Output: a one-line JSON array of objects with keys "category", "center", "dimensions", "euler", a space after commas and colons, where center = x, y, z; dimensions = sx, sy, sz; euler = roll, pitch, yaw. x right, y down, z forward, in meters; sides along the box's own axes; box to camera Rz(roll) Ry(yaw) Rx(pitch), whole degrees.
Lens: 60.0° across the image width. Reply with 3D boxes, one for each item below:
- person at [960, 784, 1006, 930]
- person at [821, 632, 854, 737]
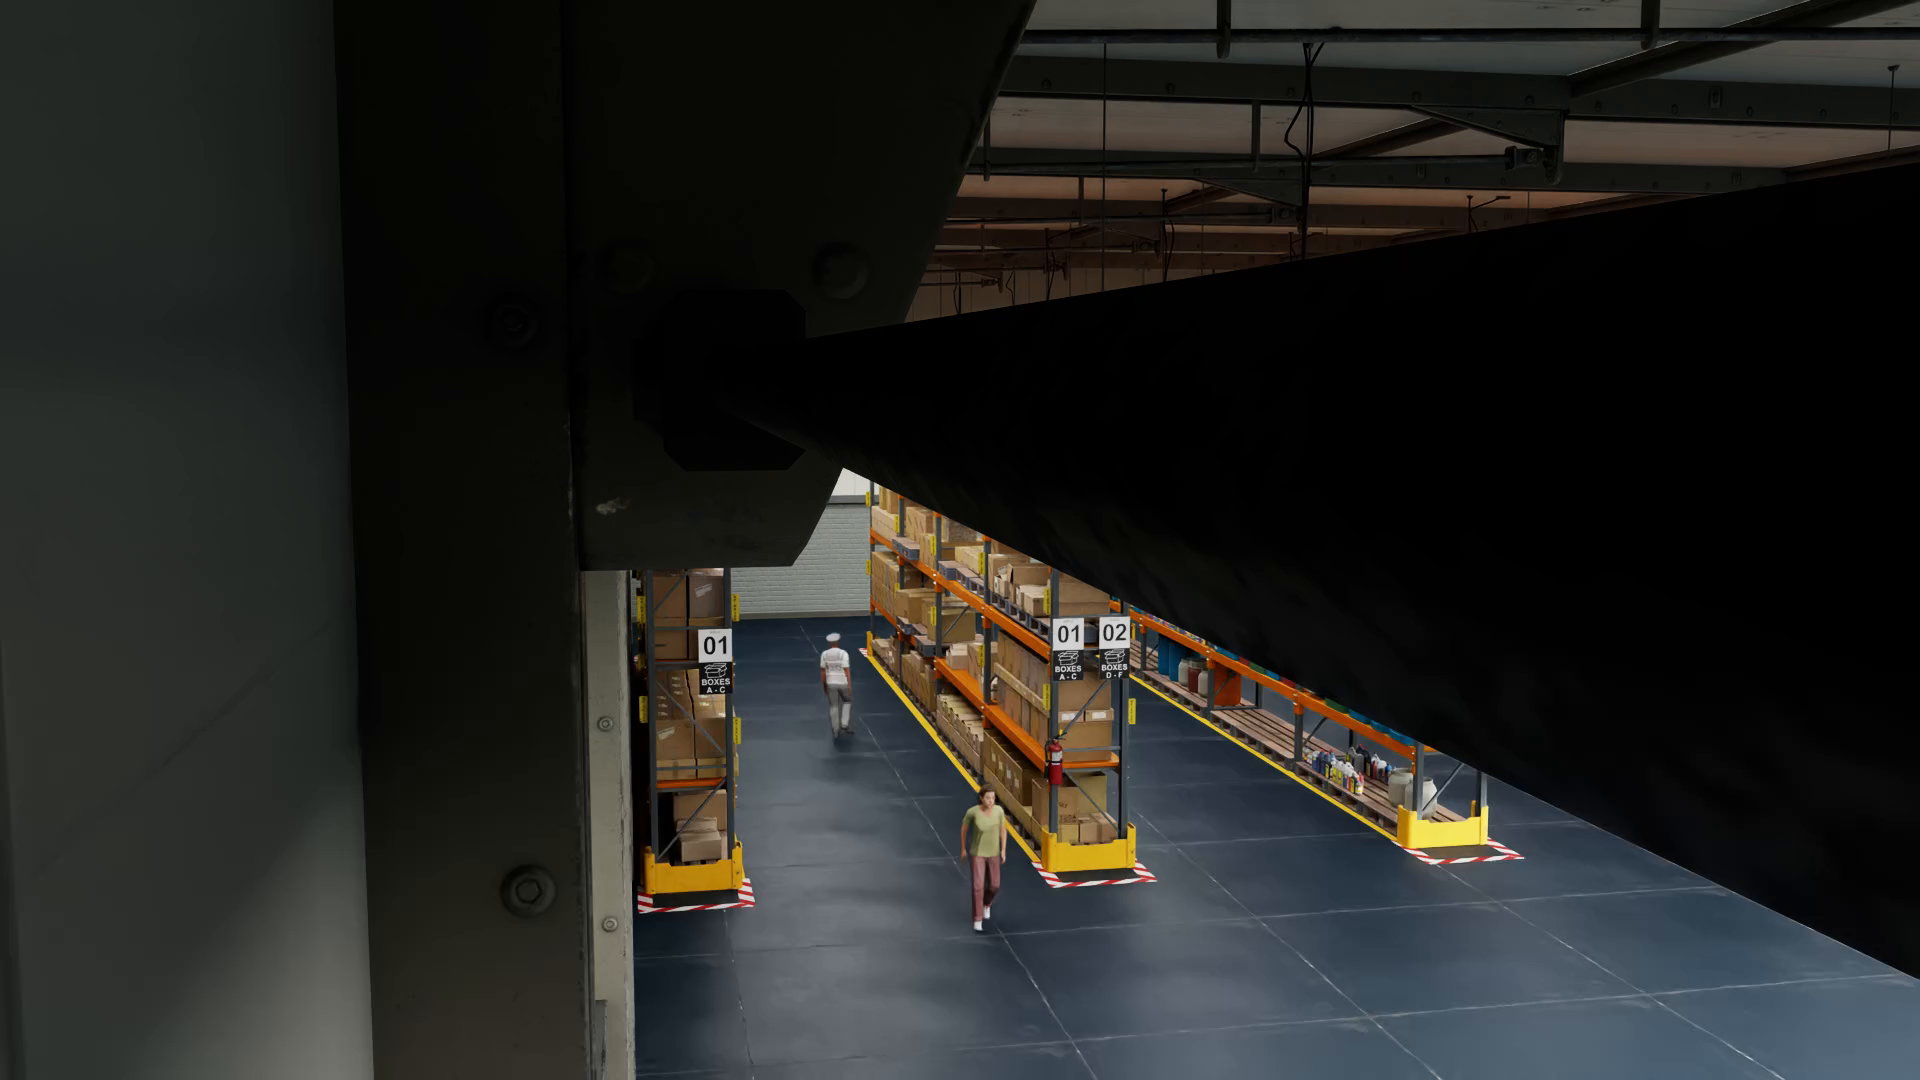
[{"category": "person", "center": [0.251, 3.552, 18.904], "dimensions": [0.518, 1.657, 0.591], "euler": [-2, 6, -14]}, {"category": "person", "center": [-2.108, 2.474, 28.501], "dimensions": [0.566, 1.779, 0.518], "euler": [0, 6, 0]}]
